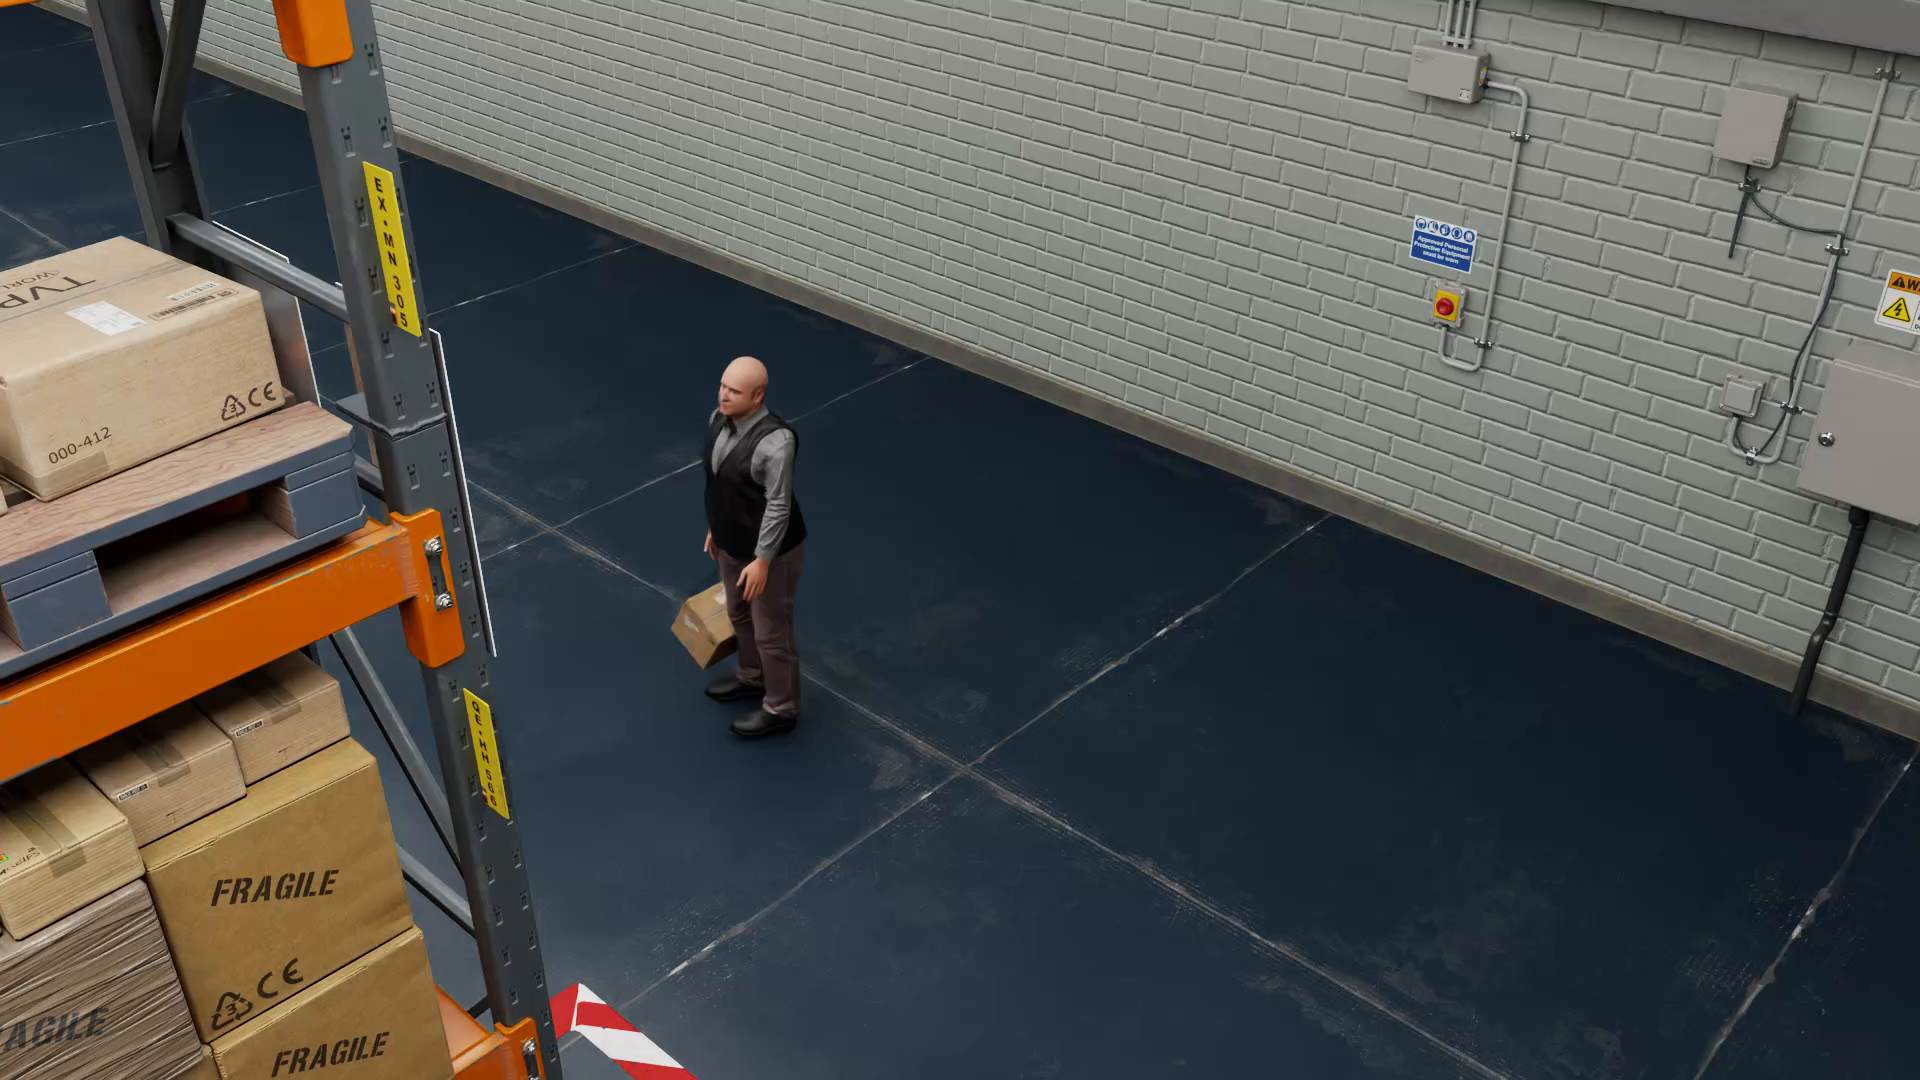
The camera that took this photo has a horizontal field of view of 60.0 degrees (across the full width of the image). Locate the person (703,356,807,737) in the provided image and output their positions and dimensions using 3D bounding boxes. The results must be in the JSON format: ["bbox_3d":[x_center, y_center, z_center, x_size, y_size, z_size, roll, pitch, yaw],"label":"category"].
[{"bbox_3d":[-0.899,0.031,7.057,0.414,1.737,0.559,-22,38,-32],"label":"person"}]
